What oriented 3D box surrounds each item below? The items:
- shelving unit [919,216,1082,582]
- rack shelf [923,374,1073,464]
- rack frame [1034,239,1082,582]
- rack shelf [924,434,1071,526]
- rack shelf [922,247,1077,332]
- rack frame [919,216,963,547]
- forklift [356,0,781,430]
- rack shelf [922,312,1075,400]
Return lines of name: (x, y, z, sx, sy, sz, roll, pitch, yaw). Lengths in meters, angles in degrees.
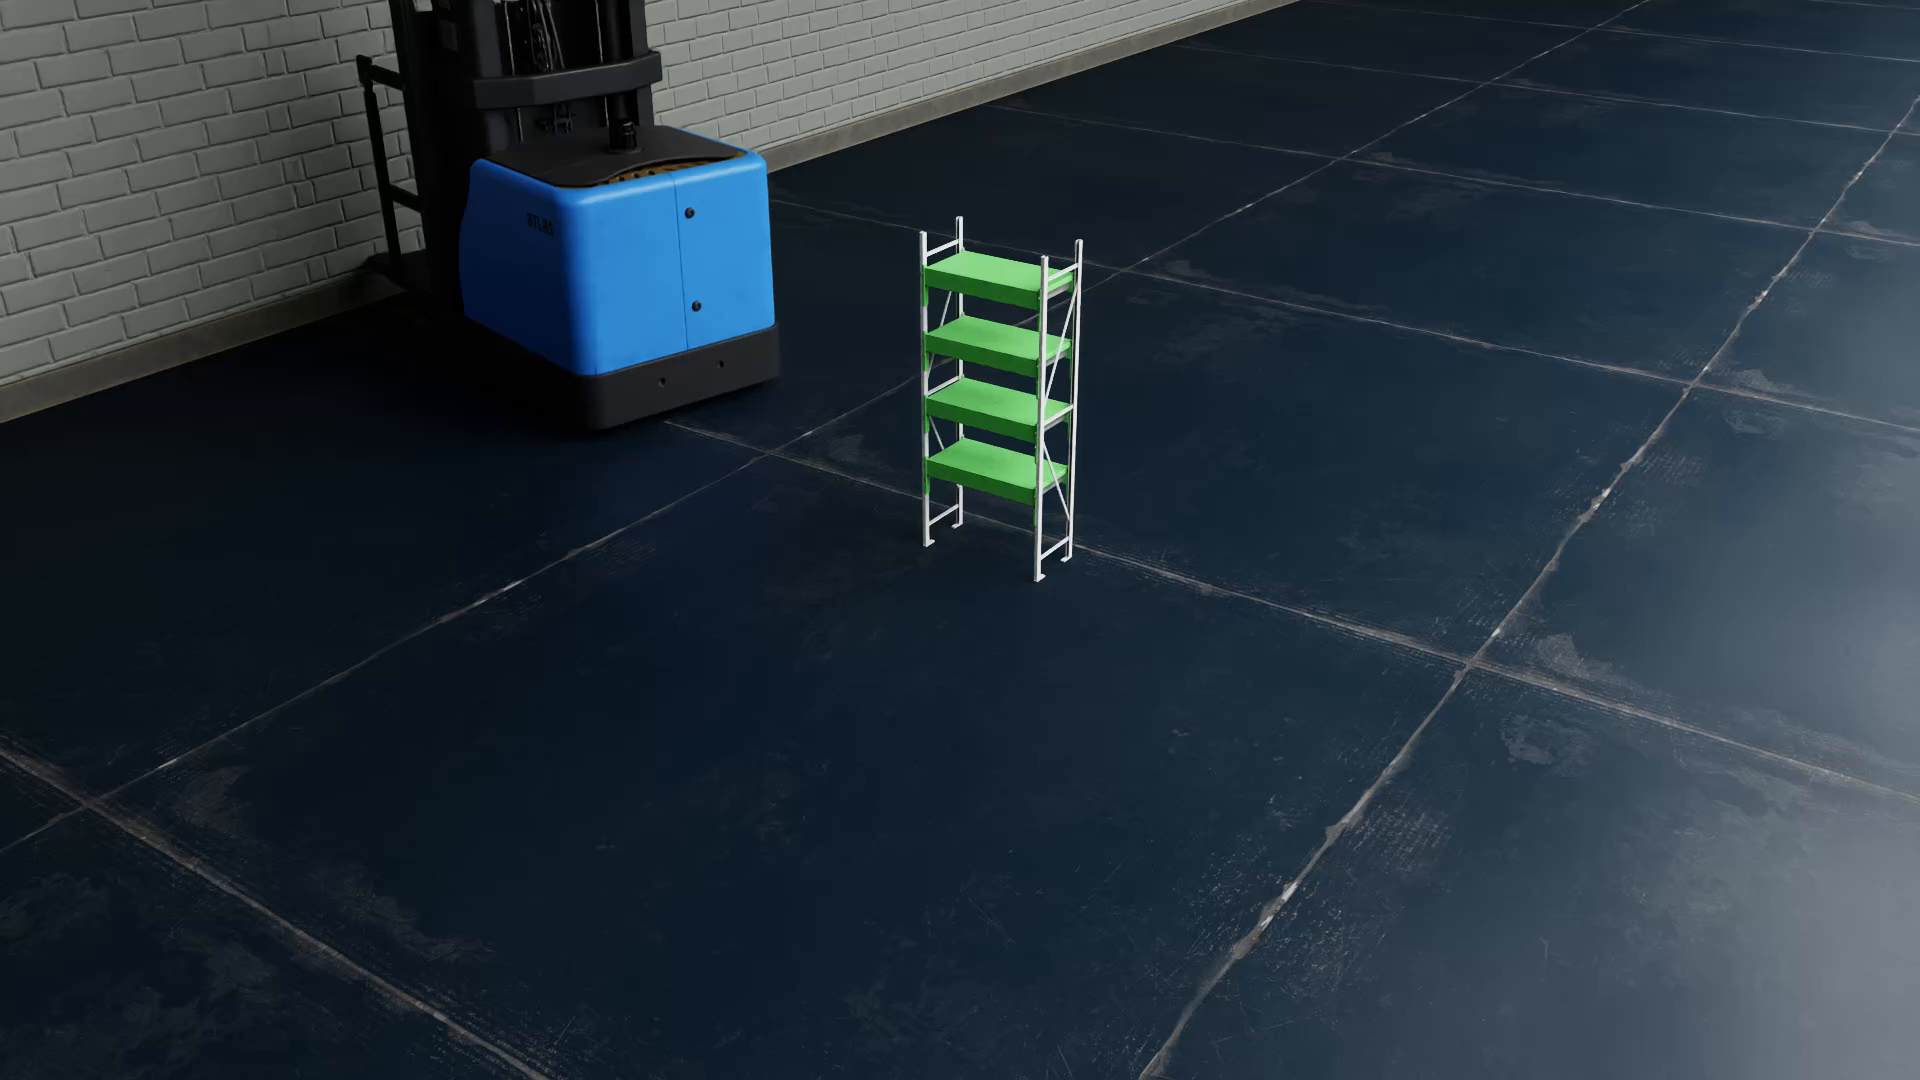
shelving unit: (0.136, -0.492, 5.894, 0.503, 1.200, 0.258, 17, 32, 30)
rack shelf: (0.136, -0.435, 5.923, 0.480, 0.148, 0.258, 17, 32, 30)
rack frame: (0.338, -0.430, 5.771, 0.015, 1.200, 0.240, 17, 32, 30)
rack shelf: (0.136, -0.221, 6.032, 0.480, 0.148, 0.258, 17, 32, 30)
rack shelf: (0.136, -0.863, 5.706, 0.480, 0.148, 0.258, 17, 32, 30)
rack frame: (-0.065, -0.555, 6.017, 0.015, 1.200, 0.240, 17, 32, 30)
forklift: (-2.171, -2.355, 7.646, 1.130, 2.935, 3.031, -22, 34, -36)
rack shelf: (0.136, -0.649, 5.814, 0.480, 0.148, 0.258, 17, 32, 30)
